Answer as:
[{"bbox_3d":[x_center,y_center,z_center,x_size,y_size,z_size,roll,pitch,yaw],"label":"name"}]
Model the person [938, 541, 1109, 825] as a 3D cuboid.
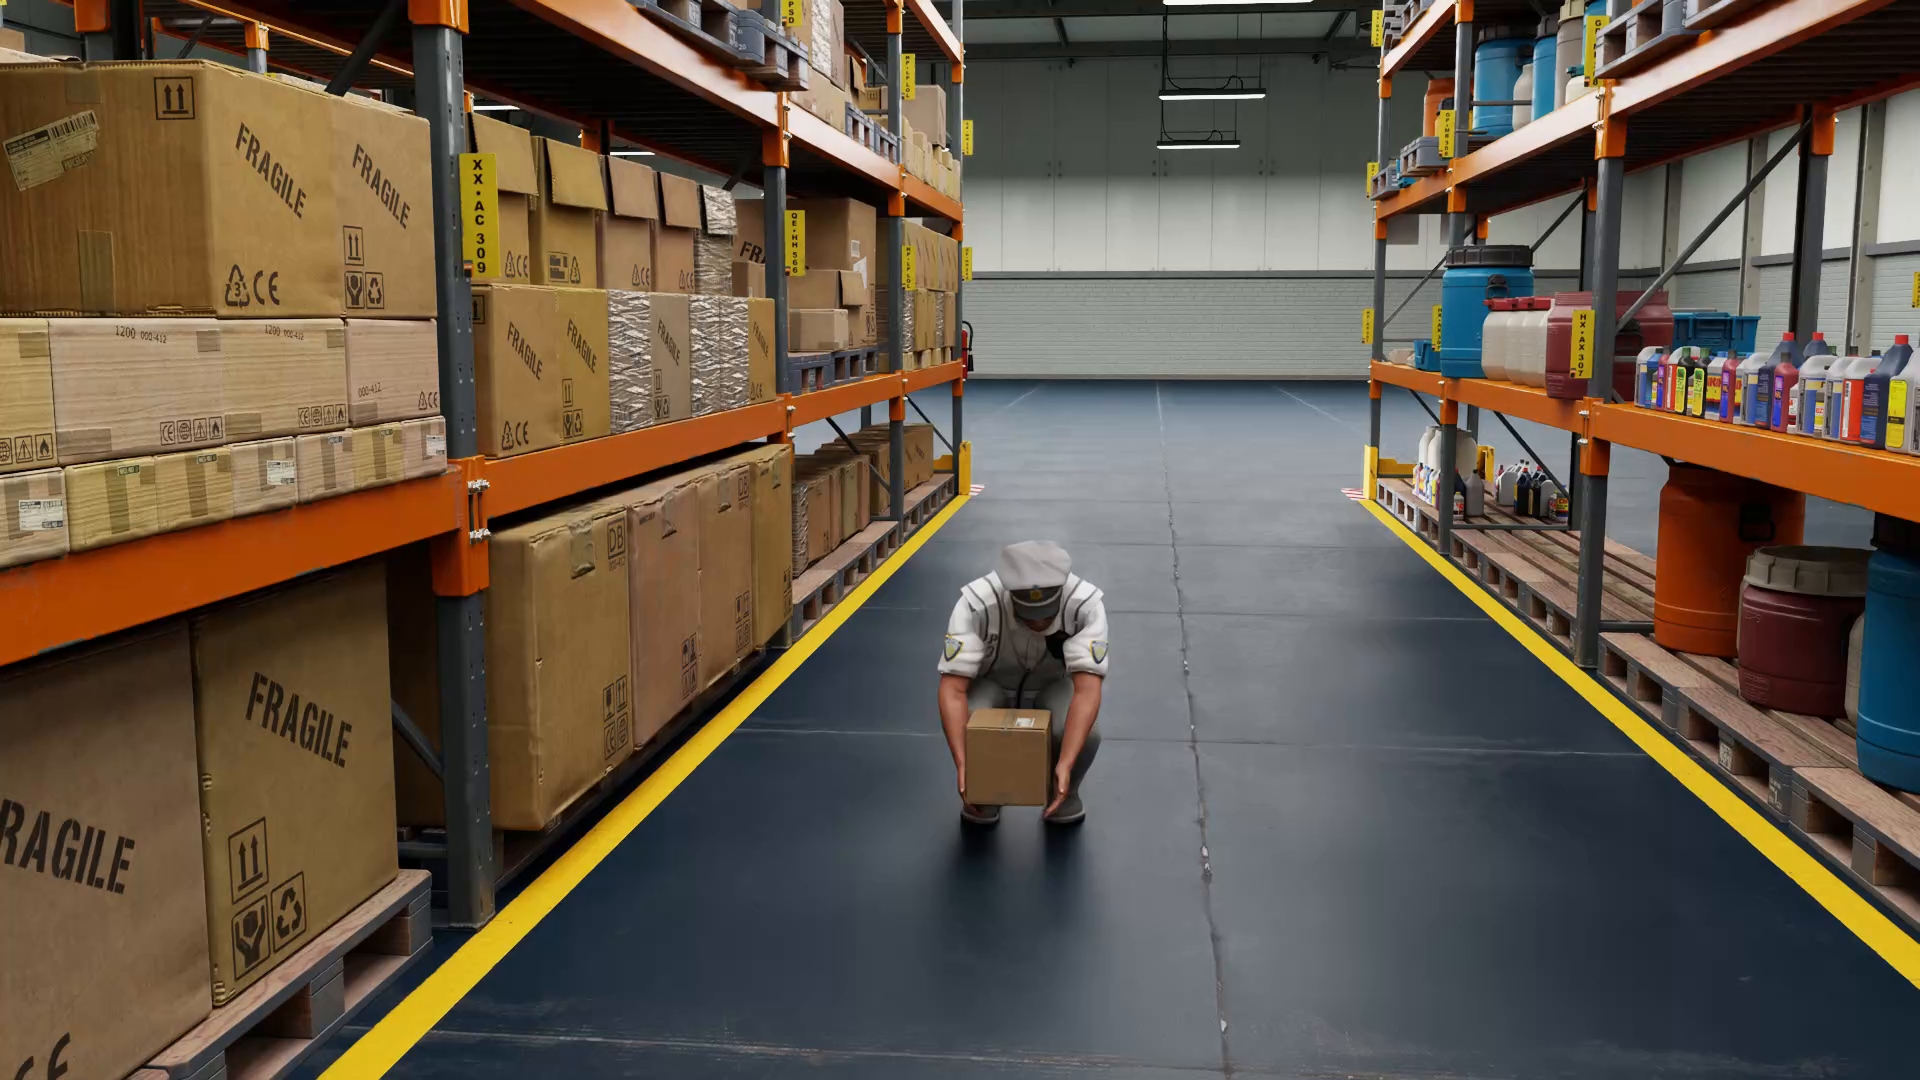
[{"bbox_3d":[0.223,0.469,5.601,0.556,1.007,0.906,1,8,6],"label":"person"}]
